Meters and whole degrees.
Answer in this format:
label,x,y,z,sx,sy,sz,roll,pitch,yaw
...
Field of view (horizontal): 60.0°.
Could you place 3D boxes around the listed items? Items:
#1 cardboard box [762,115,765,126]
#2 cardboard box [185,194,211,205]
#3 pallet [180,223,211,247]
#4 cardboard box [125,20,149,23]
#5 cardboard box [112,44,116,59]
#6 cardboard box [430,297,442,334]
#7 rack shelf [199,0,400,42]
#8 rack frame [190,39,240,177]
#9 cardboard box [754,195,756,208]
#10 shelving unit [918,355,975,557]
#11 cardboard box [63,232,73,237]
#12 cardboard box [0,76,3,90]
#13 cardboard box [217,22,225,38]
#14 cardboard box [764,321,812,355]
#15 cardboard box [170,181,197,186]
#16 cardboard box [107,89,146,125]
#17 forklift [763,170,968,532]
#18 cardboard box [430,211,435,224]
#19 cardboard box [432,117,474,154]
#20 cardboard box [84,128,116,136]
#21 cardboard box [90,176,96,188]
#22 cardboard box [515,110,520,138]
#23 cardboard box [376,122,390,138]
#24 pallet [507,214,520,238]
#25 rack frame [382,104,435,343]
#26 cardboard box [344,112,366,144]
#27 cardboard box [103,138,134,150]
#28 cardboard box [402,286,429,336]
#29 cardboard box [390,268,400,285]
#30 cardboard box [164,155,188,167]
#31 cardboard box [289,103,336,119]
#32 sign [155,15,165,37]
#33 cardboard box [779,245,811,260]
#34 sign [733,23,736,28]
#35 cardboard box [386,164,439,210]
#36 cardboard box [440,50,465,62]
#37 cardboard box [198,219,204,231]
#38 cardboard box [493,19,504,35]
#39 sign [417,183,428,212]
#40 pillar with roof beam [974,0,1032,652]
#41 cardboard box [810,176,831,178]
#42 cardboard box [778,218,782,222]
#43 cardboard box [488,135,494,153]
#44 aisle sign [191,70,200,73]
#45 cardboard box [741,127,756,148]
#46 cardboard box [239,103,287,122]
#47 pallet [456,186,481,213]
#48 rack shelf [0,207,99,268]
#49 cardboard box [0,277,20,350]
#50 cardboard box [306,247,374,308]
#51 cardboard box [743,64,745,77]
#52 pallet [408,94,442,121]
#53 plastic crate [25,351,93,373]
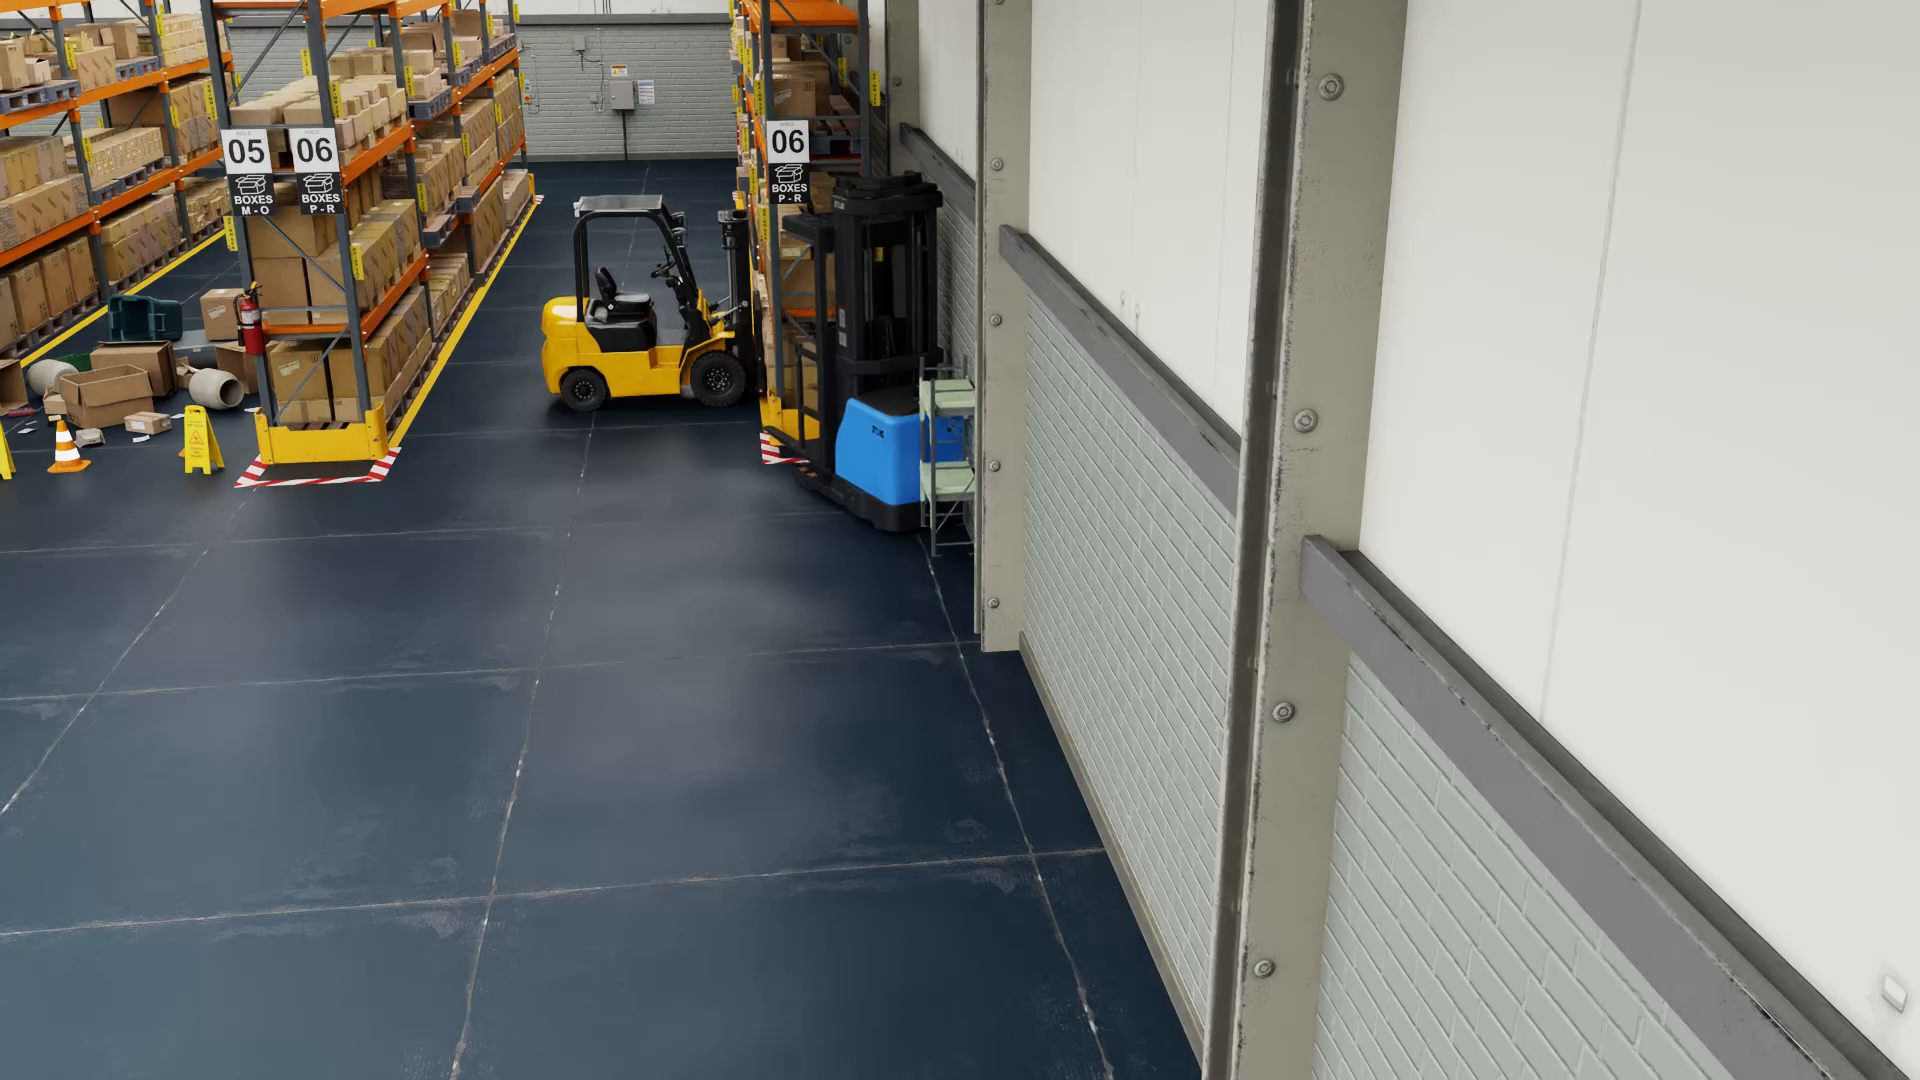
label,x,y,z,sx,sy,sz,roll,pitch,yaw
cardboard box,-1.790,-4.259,16.736,0.380,0.149,0.250,-4,21,-9
cardboard box,-12.822,-5.710,27.914,0.380,0.149,0.250,-2,21,-7
pallet,-13.026,-5.000,27.374,1.003,0.211,1.213,-3,21,-8
cardboard box,-13.422,-8.372,27.061,0.380,0.149,0.250,-3,21,-8
cardboard box,-12.976,-7.320,24.842,0.500,0.311,0.500,-3,21,-9
cardboard box,-6.936,-2.737,20.487,0.950,0.372,0.625,-3,21,-7
rack shelf,-6.569,-5.369,16.838,1.077,0.370,4.000,-3,21,-8
rack frame,-13.471,-7.460,29.977,1.000,3.000,0.127,-3,21,-8
cardboard box,-2.351,-4.340,21.124,0.500,0.250,0.500,-3,21,-9
shelving unit,-0.084,-0.703,13.758,0.431,1.500,0.755,-3,20,-8
cardboard box,-12.676,-4.291,23.392,0.500,0.250,0.500,-3,21,-9
cardboard box,-11.802,-5.550,20.024,0.396,0.266,0.258,-3,21,-8
cardboard box,-13.153,-8.882,28.998,0.500,0.250,0.500,-4,21,-9
cardboard box,-1.824,-2.154,17.671,0.500,0.250,0.500,-3,21,-7
cardboard box,-13.664,-6.218,29.276,0.380,0.149,0.250,-3,21,-8
cardboard box,-13.230,-6.879,26.424,0.500,0.500,0.500,-4,21,-10
forklift,-0.917,-1.909,15.213,1.130,2.935,3.031,-12,24,-29
cardboard box,-6.652,-3.963,20.373,0.380,0.149,0.250,-2,21,-7
cardboard box,-7.344,-5.844,24.079,0.500,0.500,0.500,-3,21,-8
cardboard box,-13.293,-6.273,25.708,0.380,0.149,0.250,-2,21,-5
cardboard box,-12.183,-4.934,22.973,0.380,0.149,0.250,-3,21,-9
cardboard box,-8.199,-7.463,29.843,0.500,0.500,0.500,-3,21,-9
cardboard box,-6.376,-4.426,17.927,0.380,0.149,0.250,-2,21,-6
pallet,-8.043,-5.321,28.234,1.003,0.211,1.213,-3,21,-8
rack frame,-6.858,-3.590,19.615,1.000,3.000,0.127,-3,21,-8
cardboard box,-6.153,-4.042,16.326,0.500,0.250,0.500,-3,21,-9
cardboard box,-12.457,-5.852,24.581,0.380,0.149,0.250,-4,21,-10
cardboard box,-6.507,-2.658,19.379,0.500,0.500,0.500,-3,21,-9
cardboard box,-6.280,-2.847,17.986,0.380,0.149,0.250,-3,21,-7
cardboard box,-12.612,-6.072,26.620,0.380,0.149,0.250,-2,21,-6
cardboard box,-6.182,-4.086,15.875,0.380,0.149,0.250,-3,21,-8
sign,-12.346,-7.936,25.663,0.100,0.325,0.005,-3,21,-8
cardboard box,-1.697,-2.913,16.733,0.380,0.149,0.250,-3,21,-7
sign,-3.635,-8.229,27.009,0.100,0.325,0.005,-3,21,-8
cardboard box,-6.714,-4.323,20.409,0.500,0.500,0.500,-3,21,-8
cardboard box,-7.590,-7.205,24.741,0.380,0.166,0.250,-1,21,-3
cardboard box,-12.668,-5.171,27.322,0.380,0.149,0.250,-2,21,-6
cardboard box,-8.434,-9.172,29.744,0.500,0.250,0.500,-5,21,-13
sign,-6.322,-4.025,19.544,0.100,0.325,0.005,-3,21,-8
pillar with roof beam,-3.973,-3.259,10.155,9.100,9.000,0.400,-3,21,-8
cardboard box,-1.807,-4.507,21.000,0.380,0.149,0.250,-3,21,-8
cardboard box,-1.761,-3.233,17.164,0.380,0.149,0.250,-2,21,-7
cardboard box,-7.627,-6.211,26.131,0.500,0.250,0.500,-2,21,-6
aisle sign,-13.779,-8.688,29.549,0.394,0.787,0.004,-3,21,-8
cardboard box,-2.941,-6.027,25.393,0.797,0.503,0.637,-3,21,-9
cardboard box,-6.621,-4.059,15.804,0.380,0.149,0.250,-3,21,-7
pallet,-7.226,-4.644,22.710,1.213,0.211,1.003,-3,21,-8
rack shelf,-12.030,-3.661,20.833,1.077,0.370,4.000,-3,21,-8
cardboard box,-11.920,-2.658,19.736,1.050,0.750,0.750,-3,21,-8
cardboard box,-6.075,-2.569,16.314,0.500,0.500,0.500,-3,21,-9
cardboard box,-2.983,-7.074,24.871,0.500,0.250,0.500,-3,21,-8
pallet,-6.841,-5.126,19.710,1.213,0.211,1.003,-3,21,-8
plastic crate,-10.420,-2.021,19.350,0.450,0.188,0.662,-2,18,24
